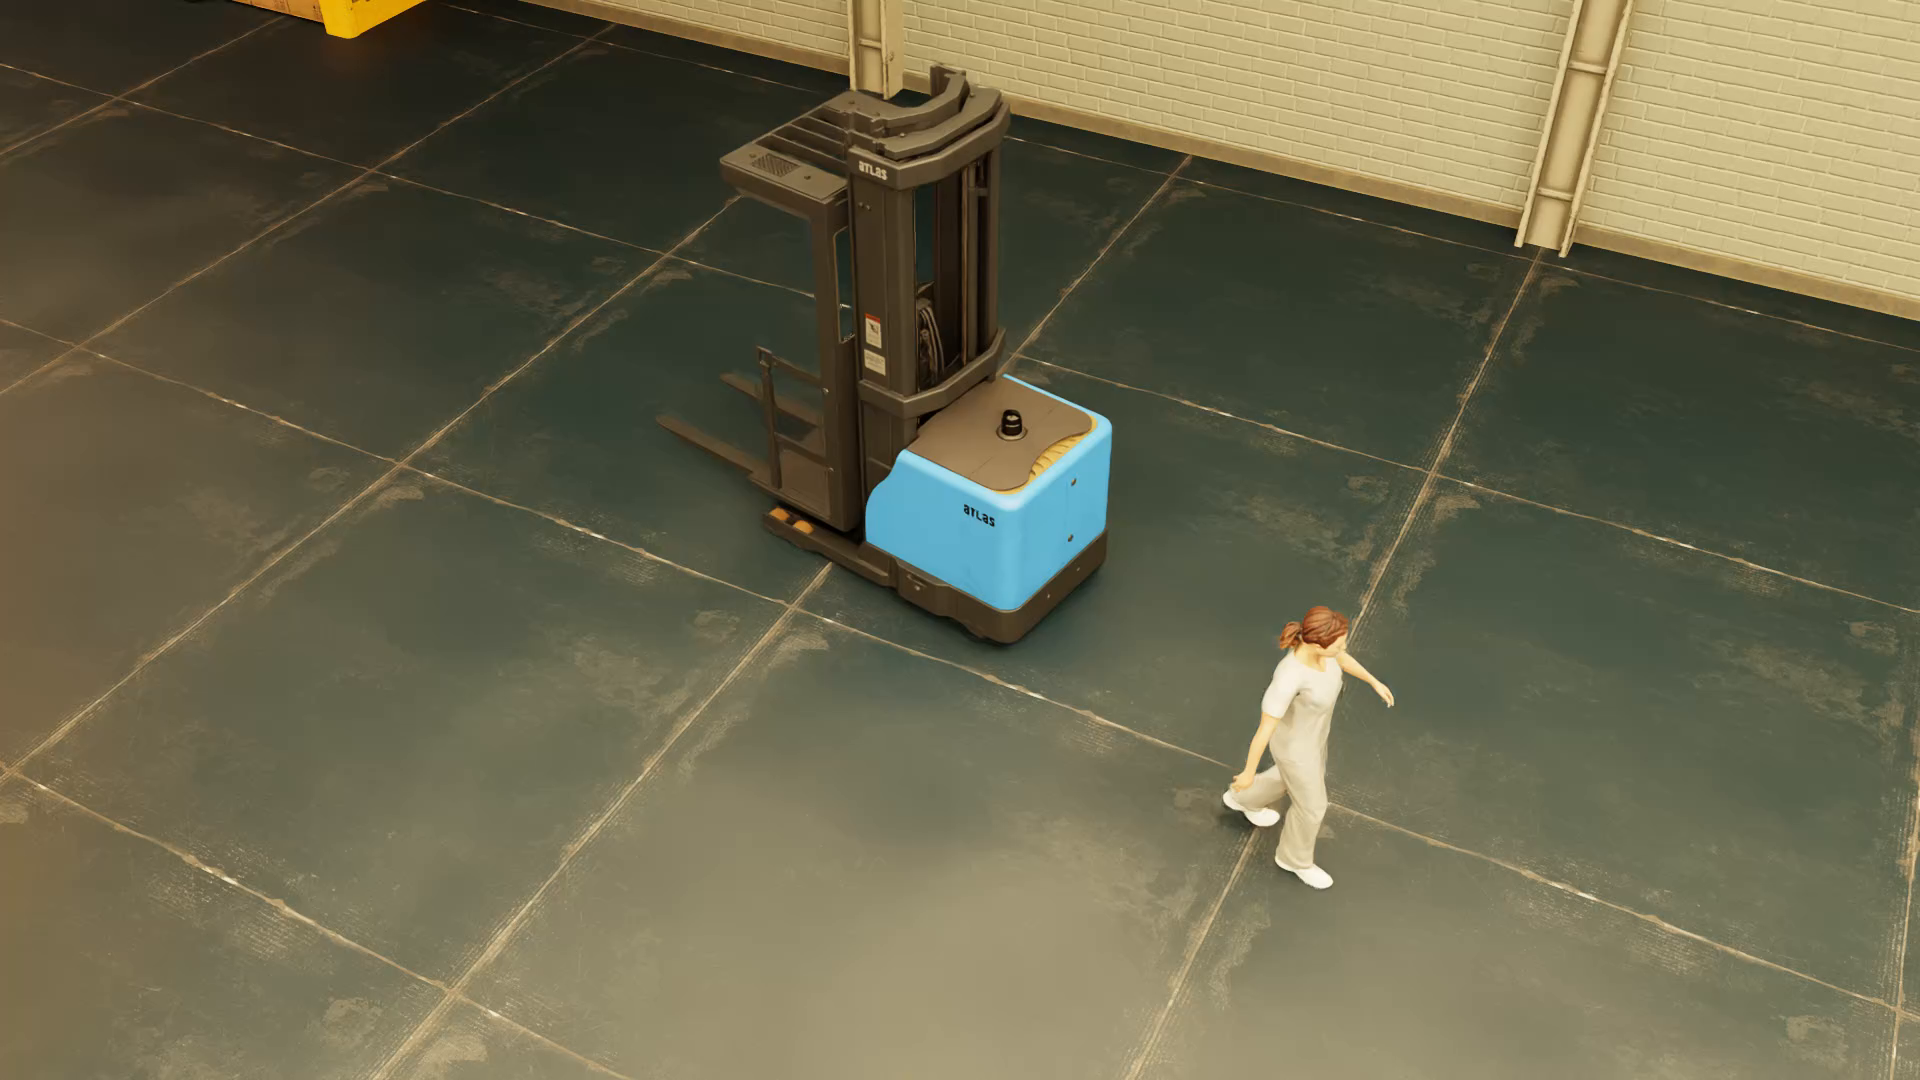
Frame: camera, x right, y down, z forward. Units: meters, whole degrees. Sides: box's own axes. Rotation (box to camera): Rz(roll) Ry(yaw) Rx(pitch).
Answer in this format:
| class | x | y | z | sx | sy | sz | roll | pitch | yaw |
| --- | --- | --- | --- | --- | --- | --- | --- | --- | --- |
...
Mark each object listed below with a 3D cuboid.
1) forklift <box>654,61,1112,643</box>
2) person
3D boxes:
| class | x | y | z | sx | sy | sz | roll | pitch | yaw |
| --- | --- | --- | --- | --- | --- | --- | --- | --- | --- |
| forklift | -0.597 | -1.316 | 9.549 | 3.031 | 2.935 | 1.130 | 26 | 47 | 28 |
| person | 1.600 | 0.943 | 7.862 | 0.689 | 1.657 | 0.780 | 19 | 44 | 21 |
